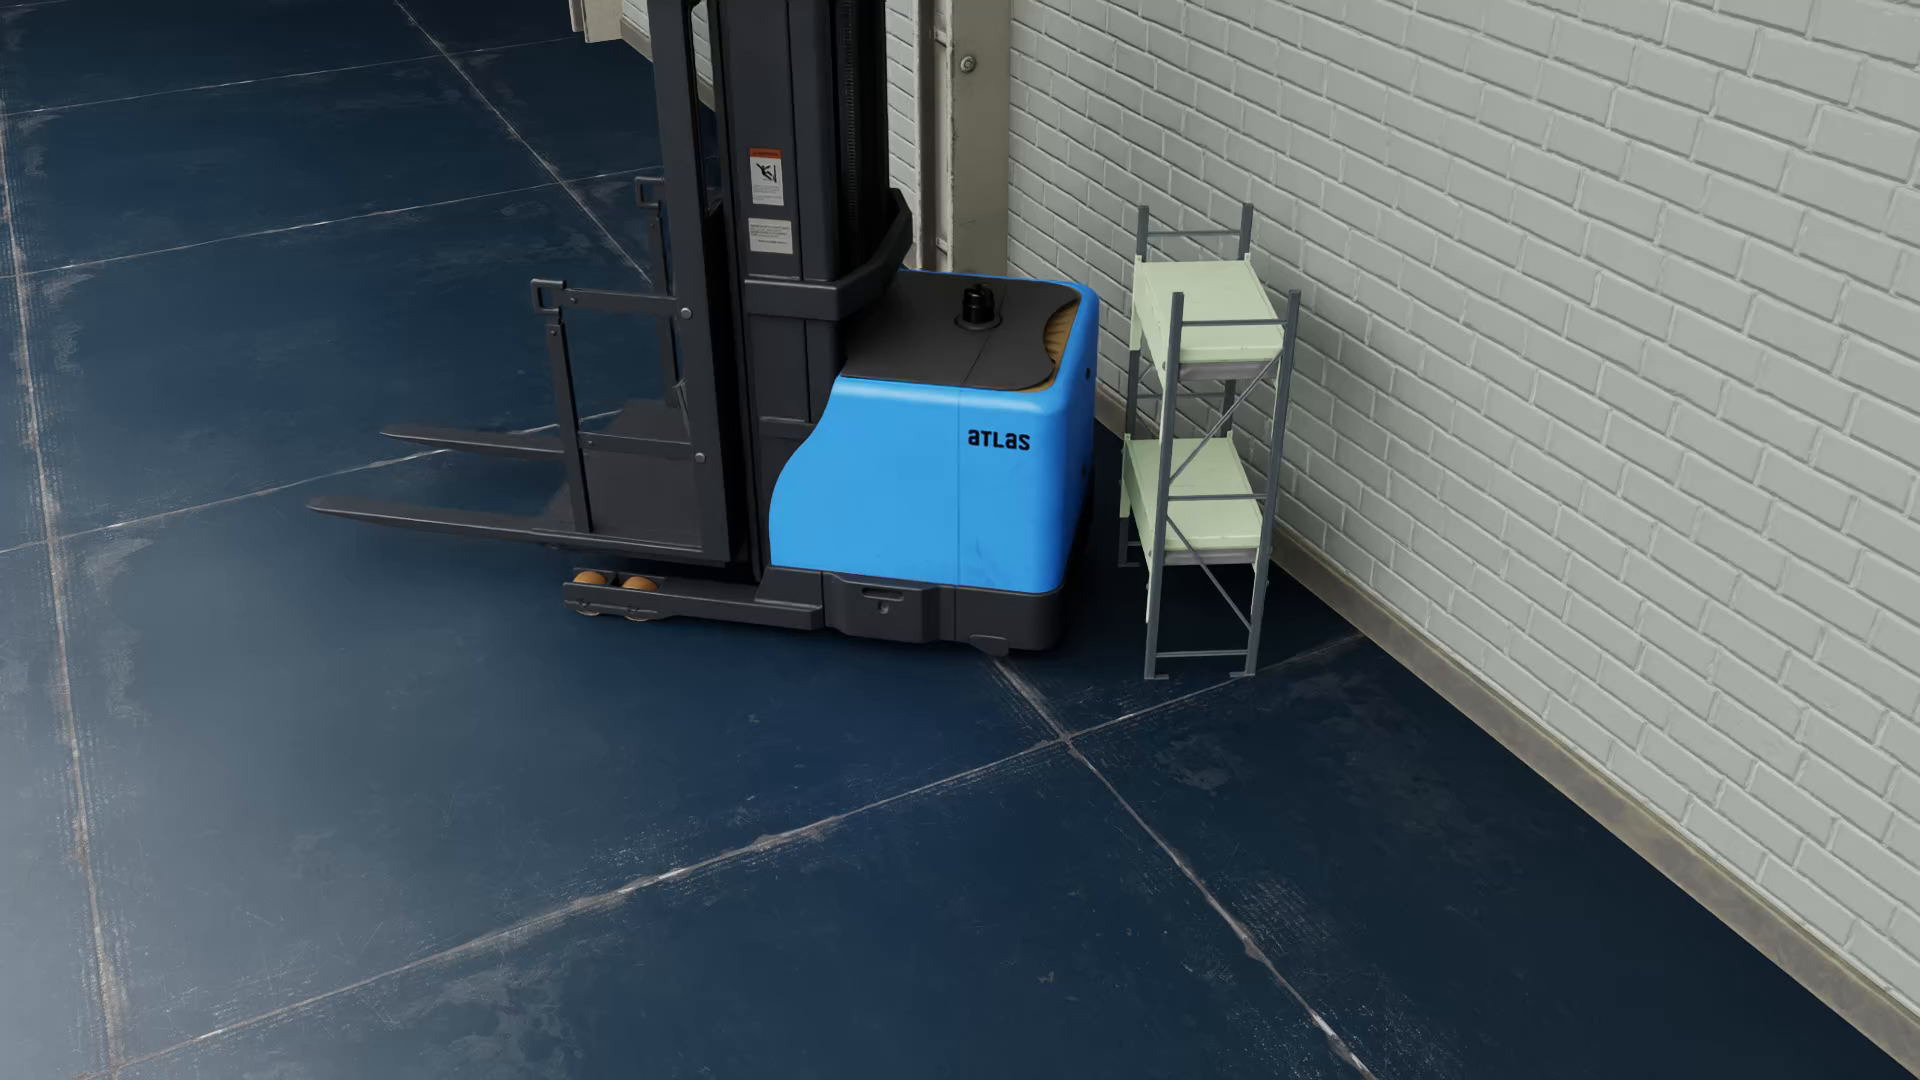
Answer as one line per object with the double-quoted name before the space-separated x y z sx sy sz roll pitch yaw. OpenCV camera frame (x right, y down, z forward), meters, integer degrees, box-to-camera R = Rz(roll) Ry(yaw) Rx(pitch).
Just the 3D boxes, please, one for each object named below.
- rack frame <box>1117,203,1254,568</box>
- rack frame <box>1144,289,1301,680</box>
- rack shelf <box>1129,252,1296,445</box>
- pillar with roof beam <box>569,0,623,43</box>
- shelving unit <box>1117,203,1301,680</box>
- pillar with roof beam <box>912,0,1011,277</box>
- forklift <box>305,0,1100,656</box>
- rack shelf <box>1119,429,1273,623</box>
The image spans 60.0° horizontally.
"rack frame" 0.823 -0.534 6.193 0.400 1.500 0.023 -2 33 -3
"rack frame" 0.861 -0.140 5.578 0.400 1.500 0.023 -2 33 -3
"rack shelf" 0.842 -0.665 5.675 0.431 0.370 0.720 -2 33 -3
"pillar with roof beam" -6.599 -6.620 8.741 9.100 9.000 0.400 -16 36 -23
"shelving unit" 0.842 -0.337 5.885 0.431 1.500 0.755 -2 33 -3
"pillar with roof beam" -3.802 -3.757 4.272 9.100 9.000 0.400 -16 36 -23
"forklift" -1.030 -1.199 5.904 3.031 2.935 1.130 6 33 9
"rack shelf" 0.842 -0.062 6.061 0.431 0.370 0.720 -2 33 -3
